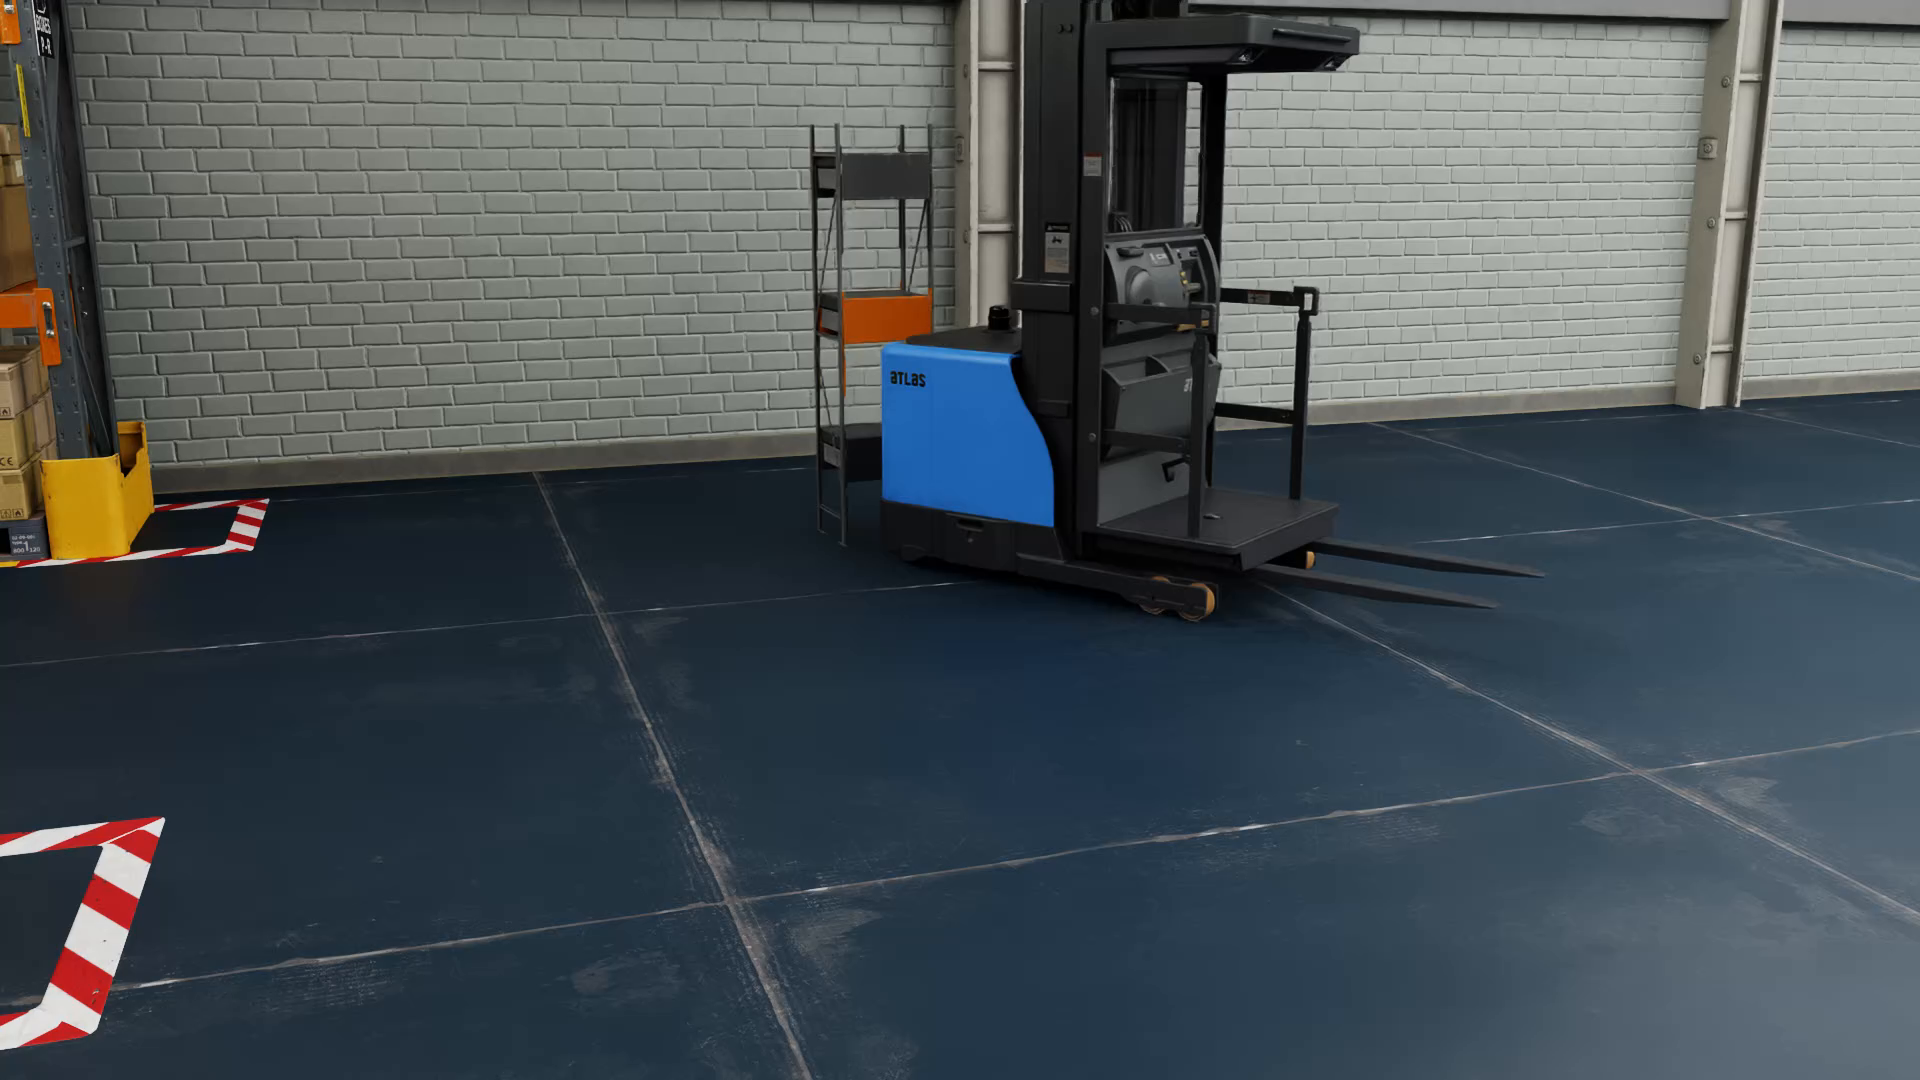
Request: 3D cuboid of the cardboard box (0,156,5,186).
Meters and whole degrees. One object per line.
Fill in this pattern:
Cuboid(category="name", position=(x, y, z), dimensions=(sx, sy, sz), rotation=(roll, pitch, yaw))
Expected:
Cuboid(category="cardboard box", position=(-4.777, -1.771, 7.988), dimensions=(0.250, 0.149, 0.380), rotation=(-4, 14, -17))

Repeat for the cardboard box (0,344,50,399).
Cuboid(category="cardboard box", position=(-5.054, -0.853, 8.620), dimensions=(0.500, 0.250, 0.500), rotation=(-5, 14, -19))

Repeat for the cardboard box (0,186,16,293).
Cuboid(category="cardboard box", position=(-4.921, -1.448, 8.034), dimensions=(0.500, 0.500, 0.500), rotation=(-5, 14, -19))

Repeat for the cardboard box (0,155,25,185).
Cuboid(category="cardboard box", position=(-4.942, -1.890, 8.488), dimensions=(0.250, 0.149, 0.380), rotation=(-5, 14, -20))

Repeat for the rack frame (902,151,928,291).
Cuboid(category="rack frame", position=(-0.223, -1.073, 8.615), dimensions=(0.006, 1.831, 0.380), rotation=(-6, 15, -24))

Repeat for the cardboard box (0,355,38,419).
Cuboid(category="cardboard box", position=(-4.875, -0.744, 8.164), dimensions=(0.500, 0.250, 0.500), rotation=(-4, 14, -16))

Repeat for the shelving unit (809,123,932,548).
Cuboid(category="shelving unit", position=(-0.447, -1.049, 8.515), dimensions=(0.499, 2.100, 0.431), rotation=(-6, 15, -24))

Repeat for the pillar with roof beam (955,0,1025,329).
Cuboid(category="pillar with roof beam", position=(1.574, -4.057, 6.254), dimensions=(0.400, 9.000, 9.100), rotation=(-4, 14, -18))

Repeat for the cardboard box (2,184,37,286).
Cuboid(category="cardboard box", position=(-5.096, -1.567, 8.531), dimensions=(0.500, 0.500, 0.500), rotation=(-4, 14, -16))

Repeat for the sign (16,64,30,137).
Cuboid(category="sign", position=(-4.378, -2.052, 7.775), dimensions=(0.005, 0.325, 0.100), rotation=(-4, 14, -18))

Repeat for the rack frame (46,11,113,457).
Cuboid(category="rack frame", position=(-4.537, -1.493, 8.438), dimensions=(0.053, 2.616, 0.949), rotation=(-4, 14, -18))

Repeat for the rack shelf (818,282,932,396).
Cuboid(category="rack shelf", position=(-0.445, -1.036, 8.519), dimensions=(0.480, 0.518, 0.431), rotation=(-6, 15, -24))

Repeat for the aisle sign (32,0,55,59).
Cuboid(category="aisle sign", position=(-4.382, -2.699, 7.889), dimensions=(0.004, 0.787, 0.394), rotation=(-4, 14, -18))

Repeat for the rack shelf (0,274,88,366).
Cuboid(category="rack shelf", position=(-6.434, -0.996, 7.903), dimensions=(4.000, 0.370, 1.077), rotation=(-4, 14, -18))

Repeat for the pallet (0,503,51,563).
Cuboid(category="pallet", position=(-5.249, -0.072, 8.487), dimensions=(1.213, 0.211, 1.003), rotation=(-4, 14, -18))

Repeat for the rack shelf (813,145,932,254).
Cuboid(category="rack shelf", position=(-0.445, -1.717, 8.357), dimensions=(0.480, 0.518, 0.431), rotation=(-6, 15, -24))

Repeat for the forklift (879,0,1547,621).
Cuboid(category="forklift", position=(0.931, -1.241, 7.526), dimensions=(3.425, 2.935, 1.130), rotation=(10, 17, 35))

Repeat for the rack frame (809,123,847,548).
Cuboid(category="rack frame", position=(-0.667, -1.026, 8.418), dimensions=(0.015, 2.100, 0.400), rotation=(-6, 15, -24))

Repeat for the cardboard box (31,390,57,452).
Cuboid(category="cardboard box", position=(-5.050, -0.614, 8.698), dimensions=(0.500, 0.250, 0.500), rotation=(-4, 14, -17))

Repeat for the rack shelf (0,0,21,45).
Cuboid(category="rack shelf", position=(-6.434, -2.455, 7.556), dimensions=(4.000, 0.370, 1.077), rotation=(-4, 14, -18))

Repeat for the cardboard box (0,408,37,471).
Cuboid(category="cardboard box", position=(-4.900, -0.499, 8.213), dimensions=(0.500, 0.250, 0.500), rotation=(-5, 14, -19))

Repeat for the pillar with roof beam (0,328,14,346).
Cuboid(category="pillar with roof beam", position=(-4.112, -3.614, 4.392), dimensions=(0.400, 9.000, 9.100), rotation=(-4, 14, -18))

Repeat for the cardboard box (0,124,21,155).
Cuboid(category="cardboard box", position=(-4.924, -2.025, 8.412), dimensions=(0.250, 0.149, 0.380), rotation=(-5, 14, -19))

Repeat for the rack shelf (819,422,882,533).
Cuboid(category="rack shelf", position=(-0.445, -0.355, 8.681), dimensions=(0.480, 0.518, 0.431), rotation=(-6, 15, -24))
